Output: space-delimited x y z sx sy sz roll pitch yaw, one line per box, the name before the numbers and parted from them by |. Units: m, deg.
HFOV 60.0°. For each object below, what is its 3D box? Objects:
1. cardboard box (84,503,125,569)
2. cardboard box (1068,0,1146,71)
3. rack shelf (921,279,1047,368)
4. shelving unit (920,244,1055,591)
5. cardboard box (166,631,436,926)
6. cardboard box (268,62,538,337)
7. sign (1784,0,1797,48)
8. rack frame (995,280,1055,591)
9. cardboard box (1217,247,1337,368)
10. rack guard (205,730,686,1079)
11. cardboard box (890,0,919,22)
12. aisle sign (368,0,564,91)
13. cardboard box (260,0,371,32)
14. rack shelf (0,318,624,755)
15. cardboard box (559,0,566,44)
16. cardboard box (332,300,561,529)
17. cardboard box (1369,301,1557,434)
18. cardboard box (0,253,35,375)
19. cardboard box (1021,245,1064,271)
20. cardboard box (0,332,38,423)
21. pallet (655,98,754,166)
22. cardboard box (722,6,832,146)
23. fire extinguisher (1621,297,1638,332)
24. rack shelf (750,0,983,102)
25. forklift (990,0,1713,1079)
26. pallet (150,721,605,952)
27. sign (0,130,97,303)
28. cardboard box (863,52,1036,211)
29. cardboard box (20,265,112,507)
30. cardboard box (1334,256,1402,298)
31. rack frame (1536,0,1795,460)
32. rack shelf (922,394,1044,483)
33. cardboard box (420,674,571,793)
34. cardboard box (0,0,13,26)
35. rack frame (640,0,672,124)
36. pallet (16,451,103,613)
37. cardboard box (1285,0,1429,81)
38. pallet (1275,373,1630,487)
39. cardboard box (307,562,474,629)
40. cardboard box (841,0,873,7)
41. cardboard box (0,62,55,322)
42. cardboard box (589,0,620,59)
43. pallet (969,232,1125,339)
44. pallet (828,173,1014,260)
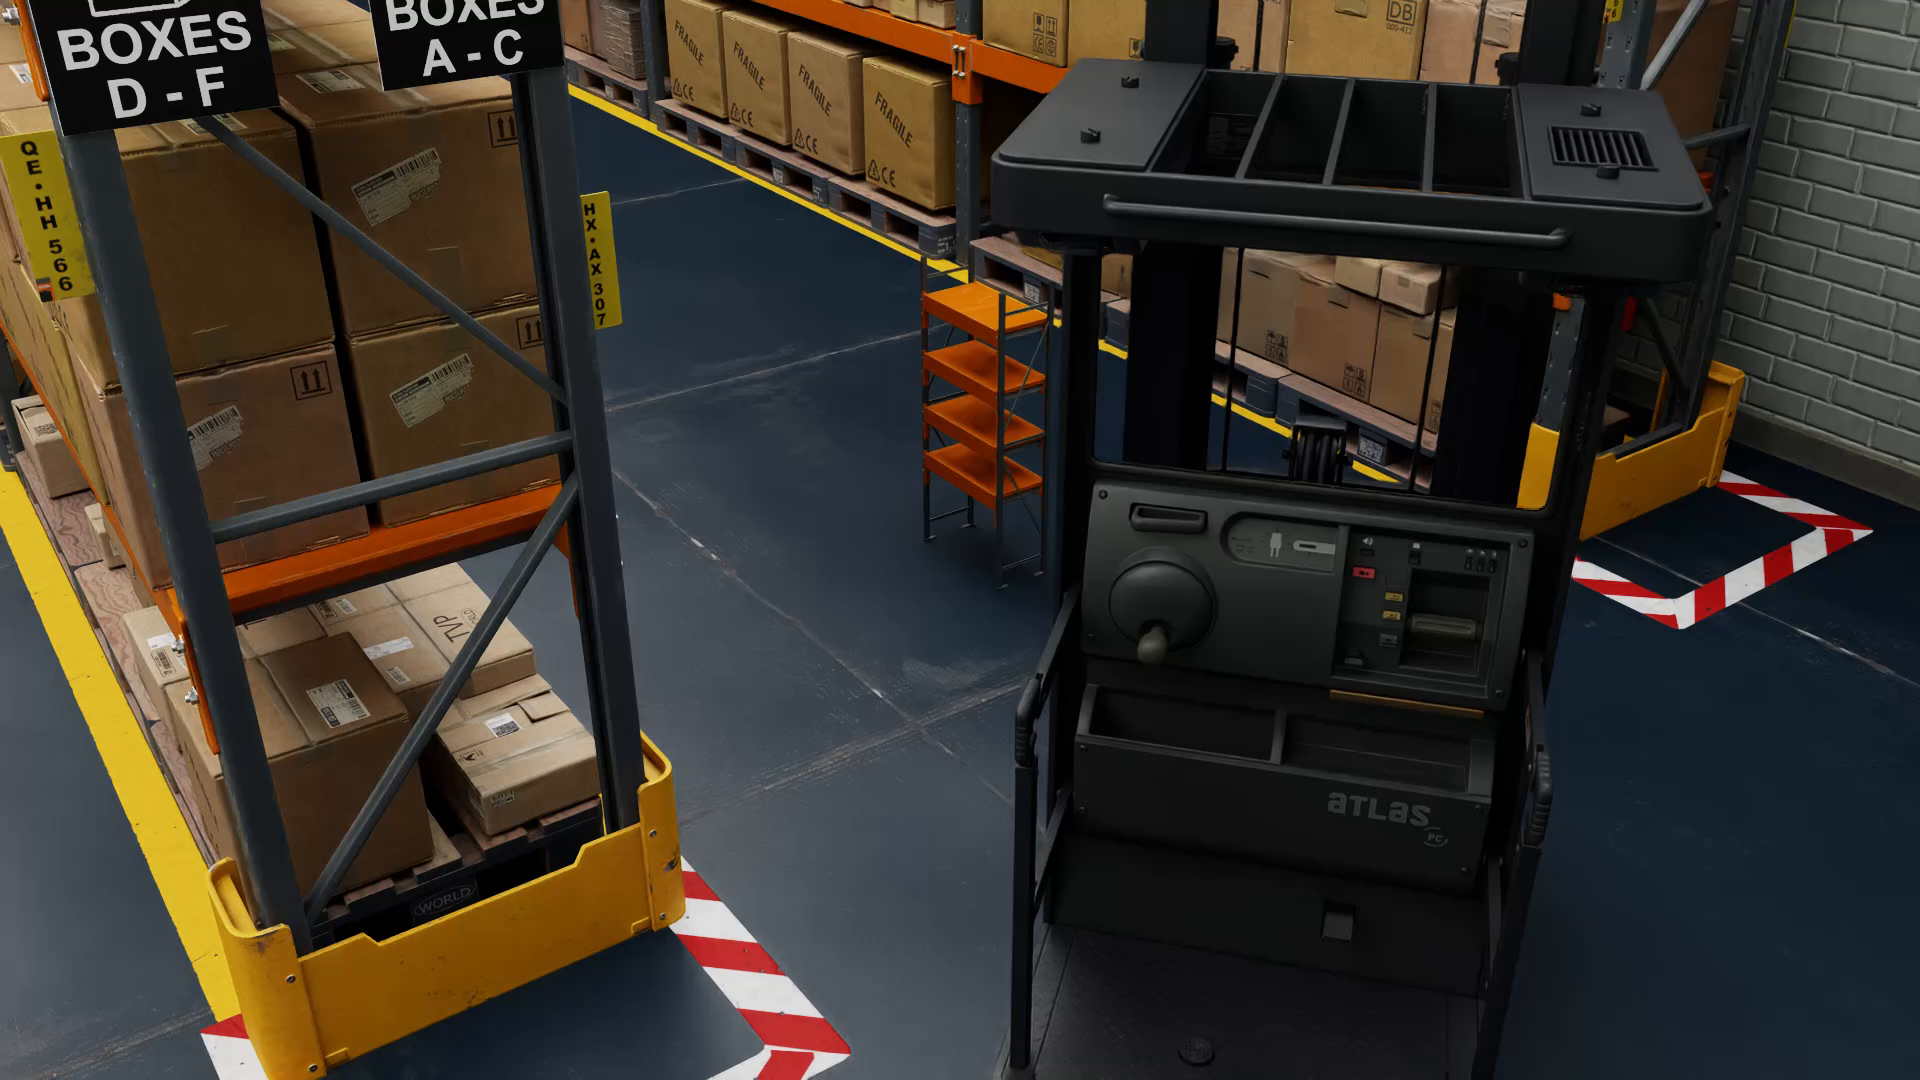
cardboard box | -3.038 -0.066 6.236 0.380 0.166 0.250 -19 34 -31
cardboard box | 1.138 -2.678 8.224 0.980 0.700 0.700 -20 34 -32
rack shelf | 0.096 -0.808 6.158 0.258 0.148 0.480 -19 34 -31
shelving unit | 0.096 -0.463 6.345 0.258 1.200 0.503 -19 34 -31
cardboard box | -1.811 0.643 4.582 0.500 0.500 0.500 -19 34 -31
cardboard box | -1.338 -0.848 4.016 0.500 0.500 0.500 -18 33 -29
sign | 3.193 -2.059 6.408 0.100 0.325 0.005 -19 34 -31
rack frame | 0.238 -0.368 6.170 0.240 1.200 0.015 -19 34 -31
cardboard box | 1.668 -1.213 8.019 0.700 0.500 0.500 -20 34 -32
rack guard | -1.339 0.950 4.478 1.175 0.500 0.348 -19 34 -31
cardboard box | -0.175 -3.090 9.539 0.380 0.149 0.250 -18 33 -30
aisle sign | -1.016 -1.317 3.307 0.394 0.787 0.004 -19 34 -31
cardboard box | -1.933 -1.245 4.747 0.500 0.500 0.500 -18 33 -30
rack shelf | -2.455 -0.581 5.430 1.077 0.370 4.000 -19 34 -31
cardboard box | -3.179 -4.574 14.187 0.700 0.500 0.500 -18 33 -30
cardboard box | -1.338 -0.409 4.255 0.500 0.500 0.500 -18 33 -30
cardboard box | 2.250 -0.823 7.301 0.700 0.500 0.500 -19 34 -31
cardboard box | -2.658 -0.854 5.075 0.500 0.500 0.500 -19 34 -31
cardboard box | 0.768 -1.814 9.127 0.700 0.500 0.500 -18 33 -30
cardboard box | -4.135 -0.882 7.389 0.500 0.500 0.500 -19 34 -31
pallet | -1.507 -3.049 12.144 1.003 0.211 1.213 -19 34 -31
cardboard box | -1.080 -3.178 11.270 0.750 0.750 0.750 -19 34 -31
fire extinguisher | 2.449 -1.108 6.119 0.296 0.674 0.183 -19 34 -31
rack shelf | -0.743 -3.509 10.821 1.077 0.370 4.000 -19 34 -31
forklift | 0.681 0.156 3.392 1.130 2.935 3.031 7 29 13
pallet | -1.803 0.767 5.117 1.003 0.211 1.213 -19 34 -31
sign | -1.759 -0.621 3.206 0.100 0.325 0.005 -19 34 -31
cardboard box | -0.065 -2.504 10.030 0.750 0.750 0.750 -18 33 -30
cardboard box | -2.081 -0.463 4.354 0.500 0.500 0.500 -18 34 -30
cardboard box | 1.878 -1.206 7.328 0.380 0.149 0.250 -18 33 -29
rack frame | 2.738 -1.492 6.355 1.000 3.000 0.127 -19 34 -31
rack shelf | 0.096 -0.404 6.377 0.258 0.148 0.480 -19 34 -31
cardboard box | -1.403 0.577 5.052 0.380 0.166 0.250 -19 34 -31
cardboard box | -2.674 -1.296 4.840 0.500 0.500 0.500 -18 33 -29
rack frame | -1.903 -4.602 12.081 1.000 3.000 0.127 -19 34 -31
pallet | -3.218 -0.182 6.864 1.003 0.211 1.213 -19 34 -31
cardboard box | 2.003 -2.099 7.158 0.980 0.700 0.700 -19 34 -31
pallet | 2.210 -0.556 7.553 1.003 0.211 1.213 -19 34 -31
cardboard box | -1.960 0.217 5.628 0.500 0.250 0.500 -19 34 -31
cardboard box | -0.490 -3.290 9.907 0.380 0.149 0.250 -19 34 -31
cardboard box | -2.071 -0.896 4.104 0.500 0.500 0.500 -18 33 -29
cardboard box | -2.567 -4.195 13.490 0.700 0.500 0.500 -19 34 -31
pallet | 0.795 -1.505 9.299 1.003 0.211 1.213 -19 34 -31
pallet | -0.091 -2.101 10.397 1.003 0.211 1.213 -19 34 -31
